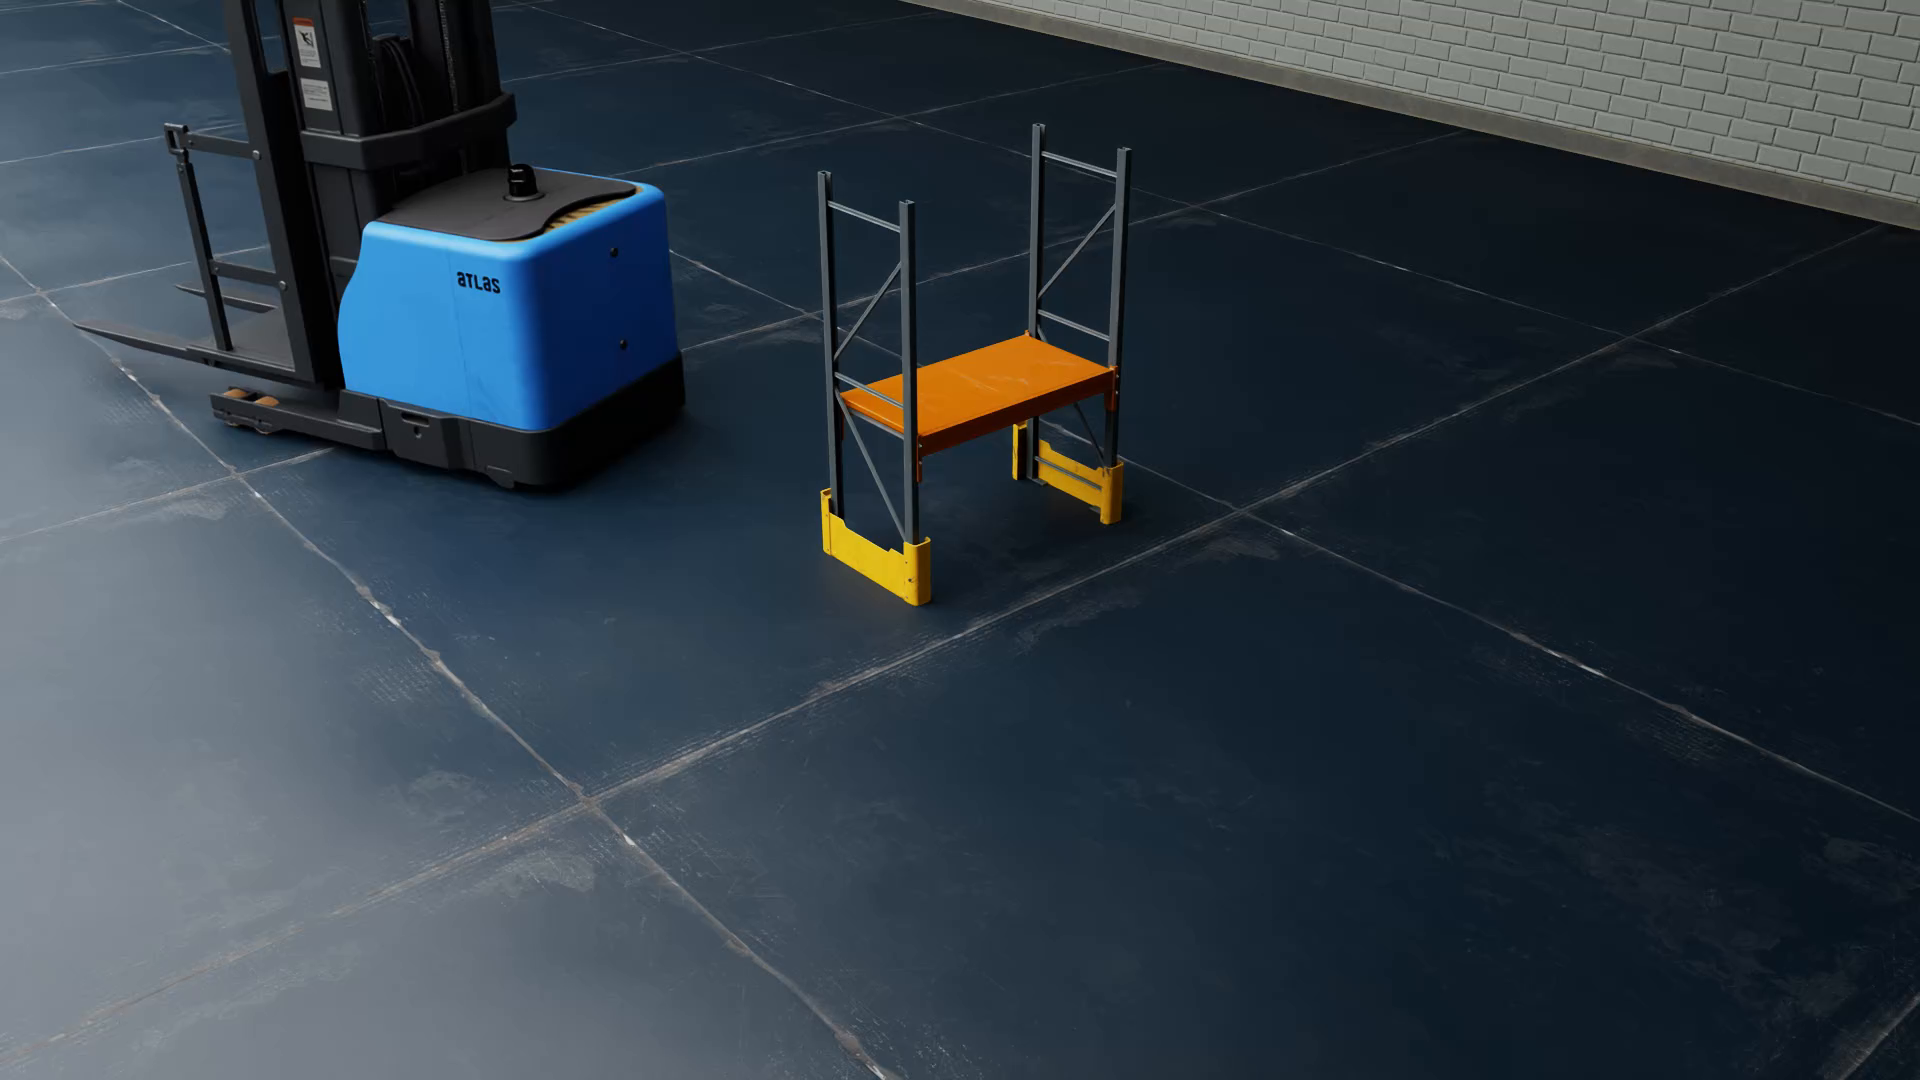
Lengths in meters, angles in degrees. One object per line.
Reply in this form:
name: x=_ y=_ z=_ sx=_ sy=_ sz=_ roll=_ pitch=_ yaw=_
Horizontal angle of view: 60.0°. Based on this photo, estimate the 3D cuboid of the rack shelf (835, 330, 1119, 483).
rack shelf: x=0.065 y=-0.529 z=6.350 sx=1.000 sy=0.185 sz=0.538 roll=-22 pitch=35 yaw=-35

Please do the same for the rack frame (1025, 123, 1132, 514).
rack frame: x=0.452 y=-0.843 z=6.556 sx=0.032 sy=1.500 sz=0.500 roll=-22 pitch=35 yaw=-35

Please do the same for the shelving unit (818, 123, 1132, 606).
shelving unit: x=0.058 y=-0.685 z=6.260 sx=1.083 sy=1.500 sz=0.587 roll=-22 pitch=35 yaw=-35

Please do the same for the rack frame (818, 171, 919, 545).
rack frame: x=-0.322 y=-0.532 z=5.974 sx=0.032 sy=1.500 sz=0.500 roll=-22 pitch=35 yaw=-35

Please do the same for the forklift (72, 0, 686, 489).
forklift: x=-2.806 y=-1.973 z=7.152 sx=3.031 sy=2.935 sz=1.130 roll=13 pitch=31 yaw=23

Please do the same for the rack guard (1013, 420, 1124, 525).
rack guard: x=0.437 y=-0.286 z=6.840 sx=0.087 sy=0.250 sz=0.587 roll=-22 pitch=35 yaw=-35

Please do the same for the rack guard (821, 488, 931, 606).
rack guard: x=-0.321 y=0.019 z=6.269 sx=0.087 sy=0.250 sz=0.587 roll=-22 pitch=35 yaw=-35
